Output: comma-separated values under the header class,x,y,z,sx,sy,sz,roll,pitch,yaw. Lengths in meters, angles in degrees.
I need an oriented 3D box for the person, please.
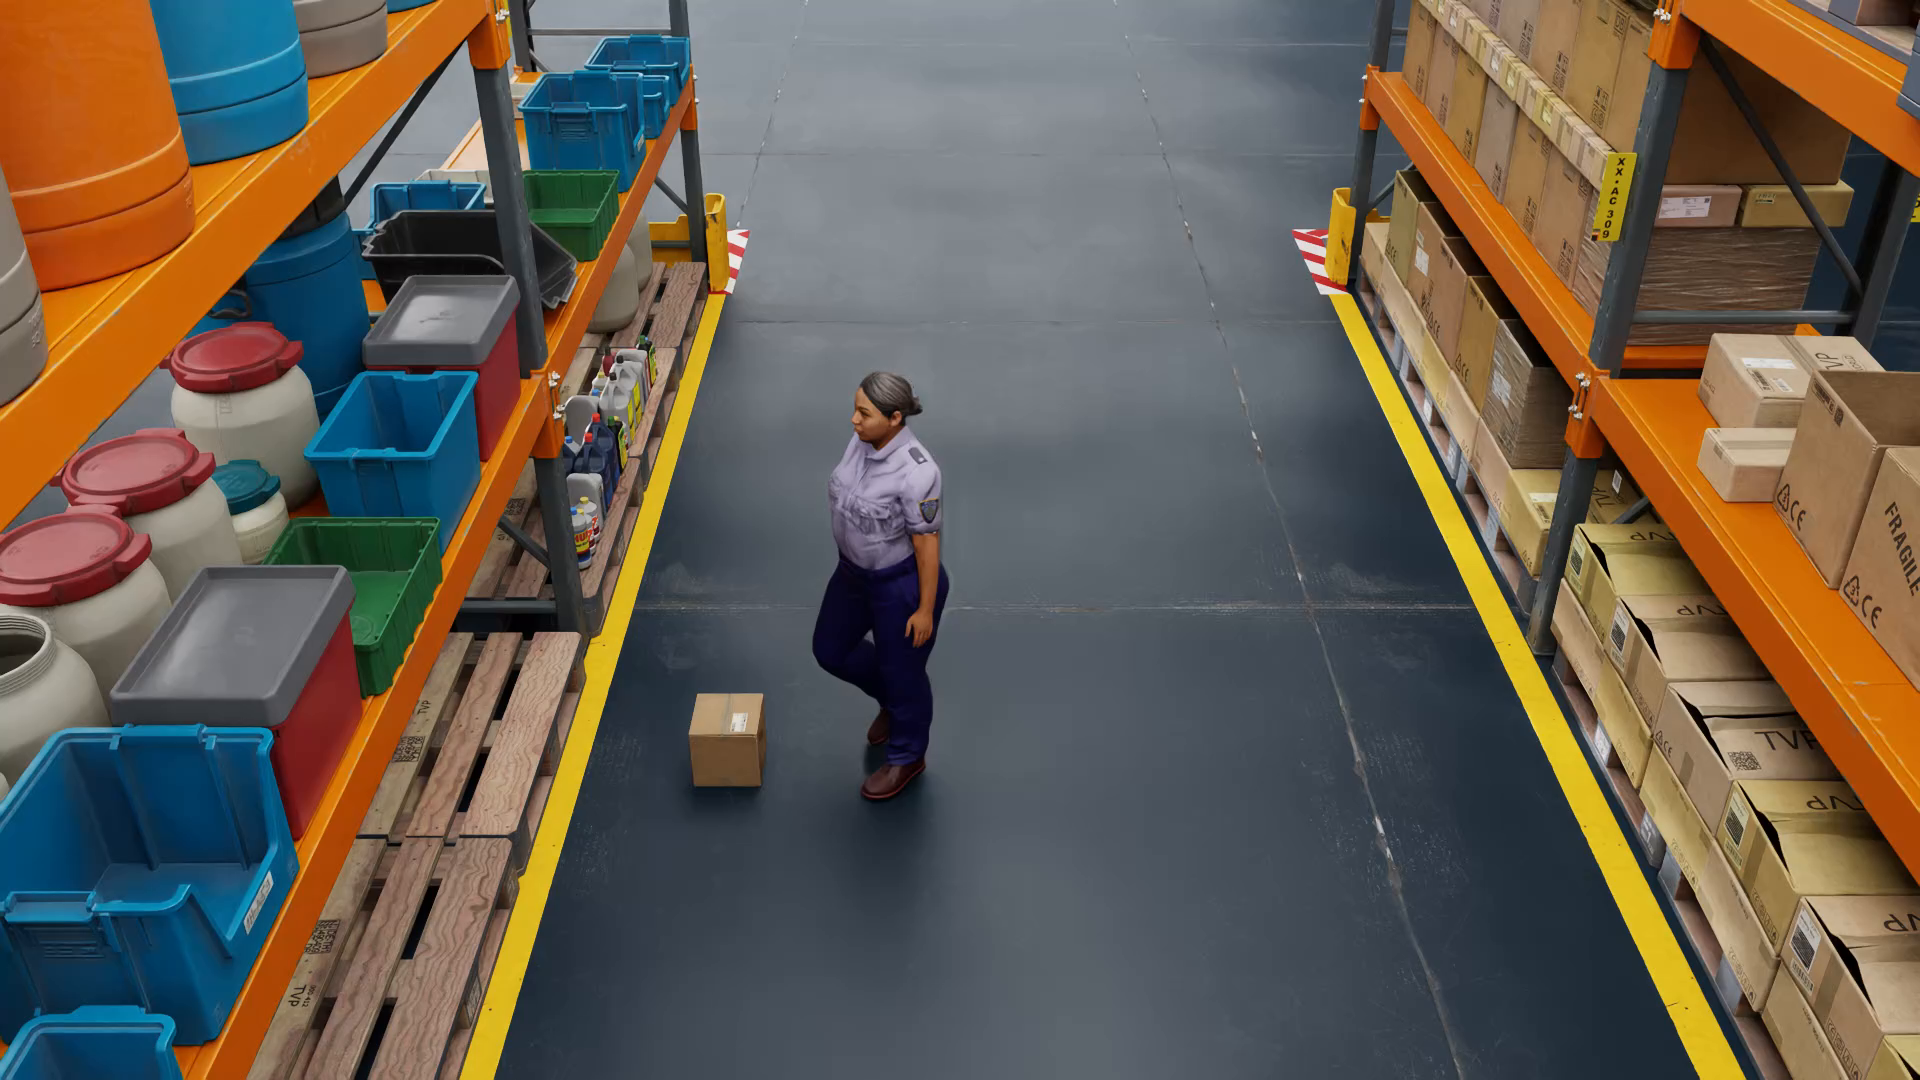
class,x,y,z,sx,sy,sz,roll,pitch,yaw
person,-0.245,0.152,5.880,0.444,1.647,0.492,-20,37,-29
